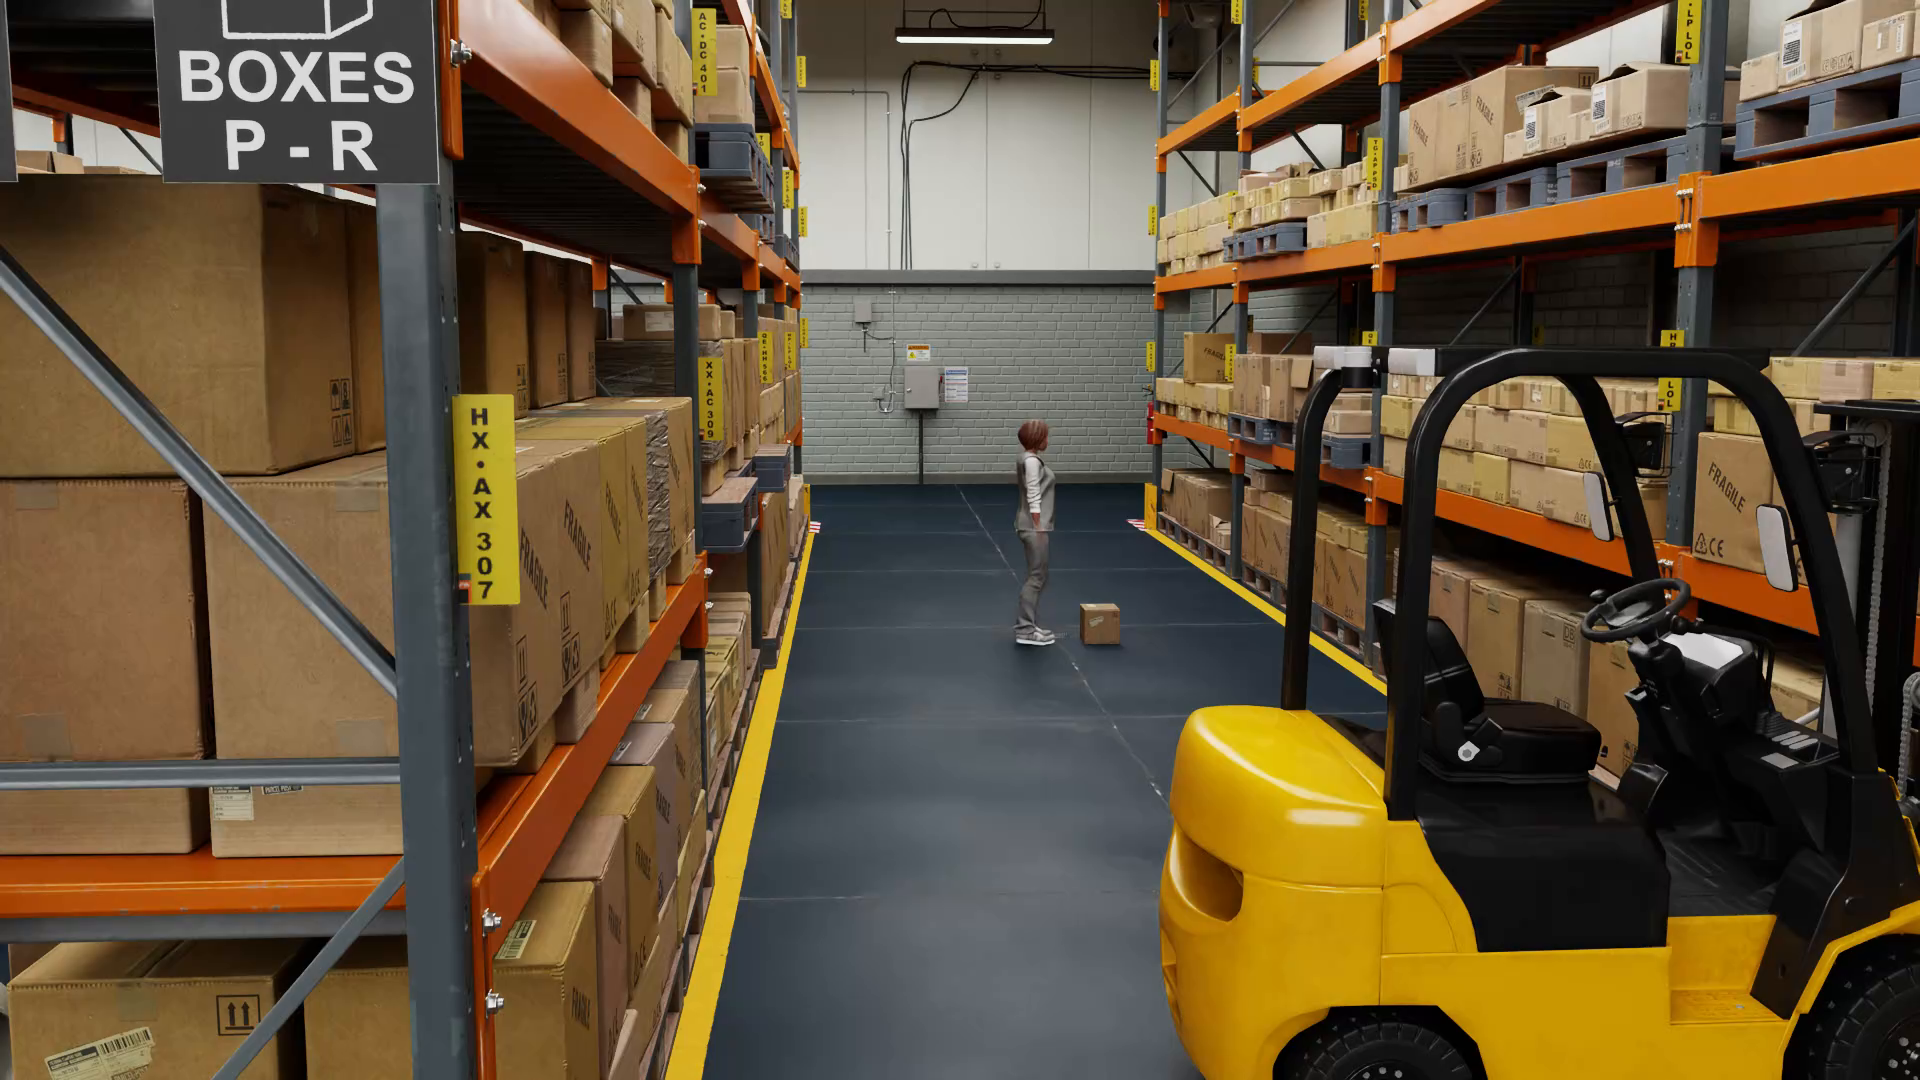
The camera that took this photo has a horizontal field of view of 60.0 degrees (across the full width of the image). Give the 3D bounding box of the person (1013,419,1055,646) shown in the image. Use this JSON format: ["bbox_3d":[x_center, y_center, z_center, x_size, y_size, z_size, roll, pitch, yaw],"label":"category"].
[{"bbox_3d":[0.526,-0.062,11.823,0.309,1.595,0.406,0,7,-2],"label":"person"}]
